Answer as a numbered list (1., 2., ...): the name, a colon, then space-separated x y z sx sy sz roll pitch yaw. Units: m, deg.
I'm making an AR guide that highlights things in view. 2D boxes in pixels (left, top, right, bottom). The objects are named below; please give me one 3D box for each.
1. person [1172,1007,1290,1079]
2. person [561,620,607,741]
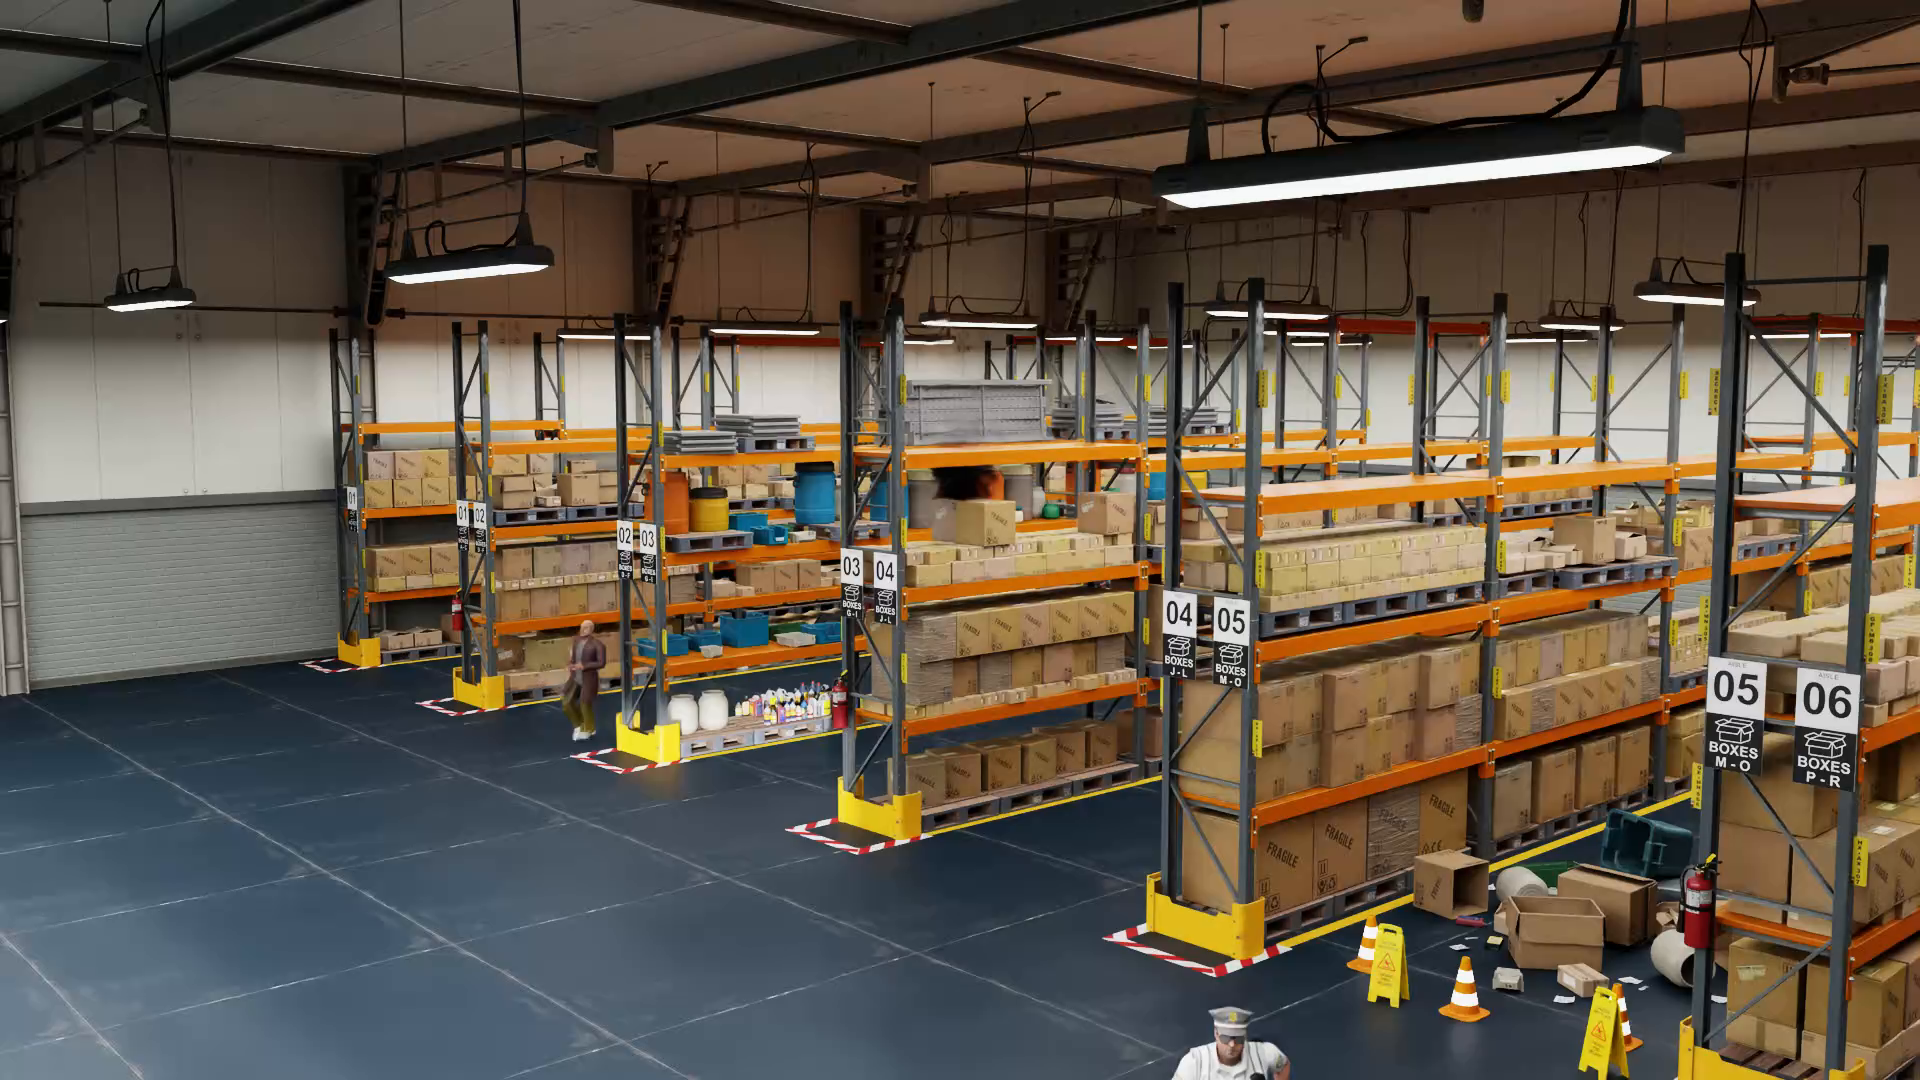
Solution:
1. person: 1.495 3.400 9.284 0.695 1.793 0.997 1 6 5
2. person: -5.254 1.986 23.405 0.674 1.752 0.692 2 6 21
